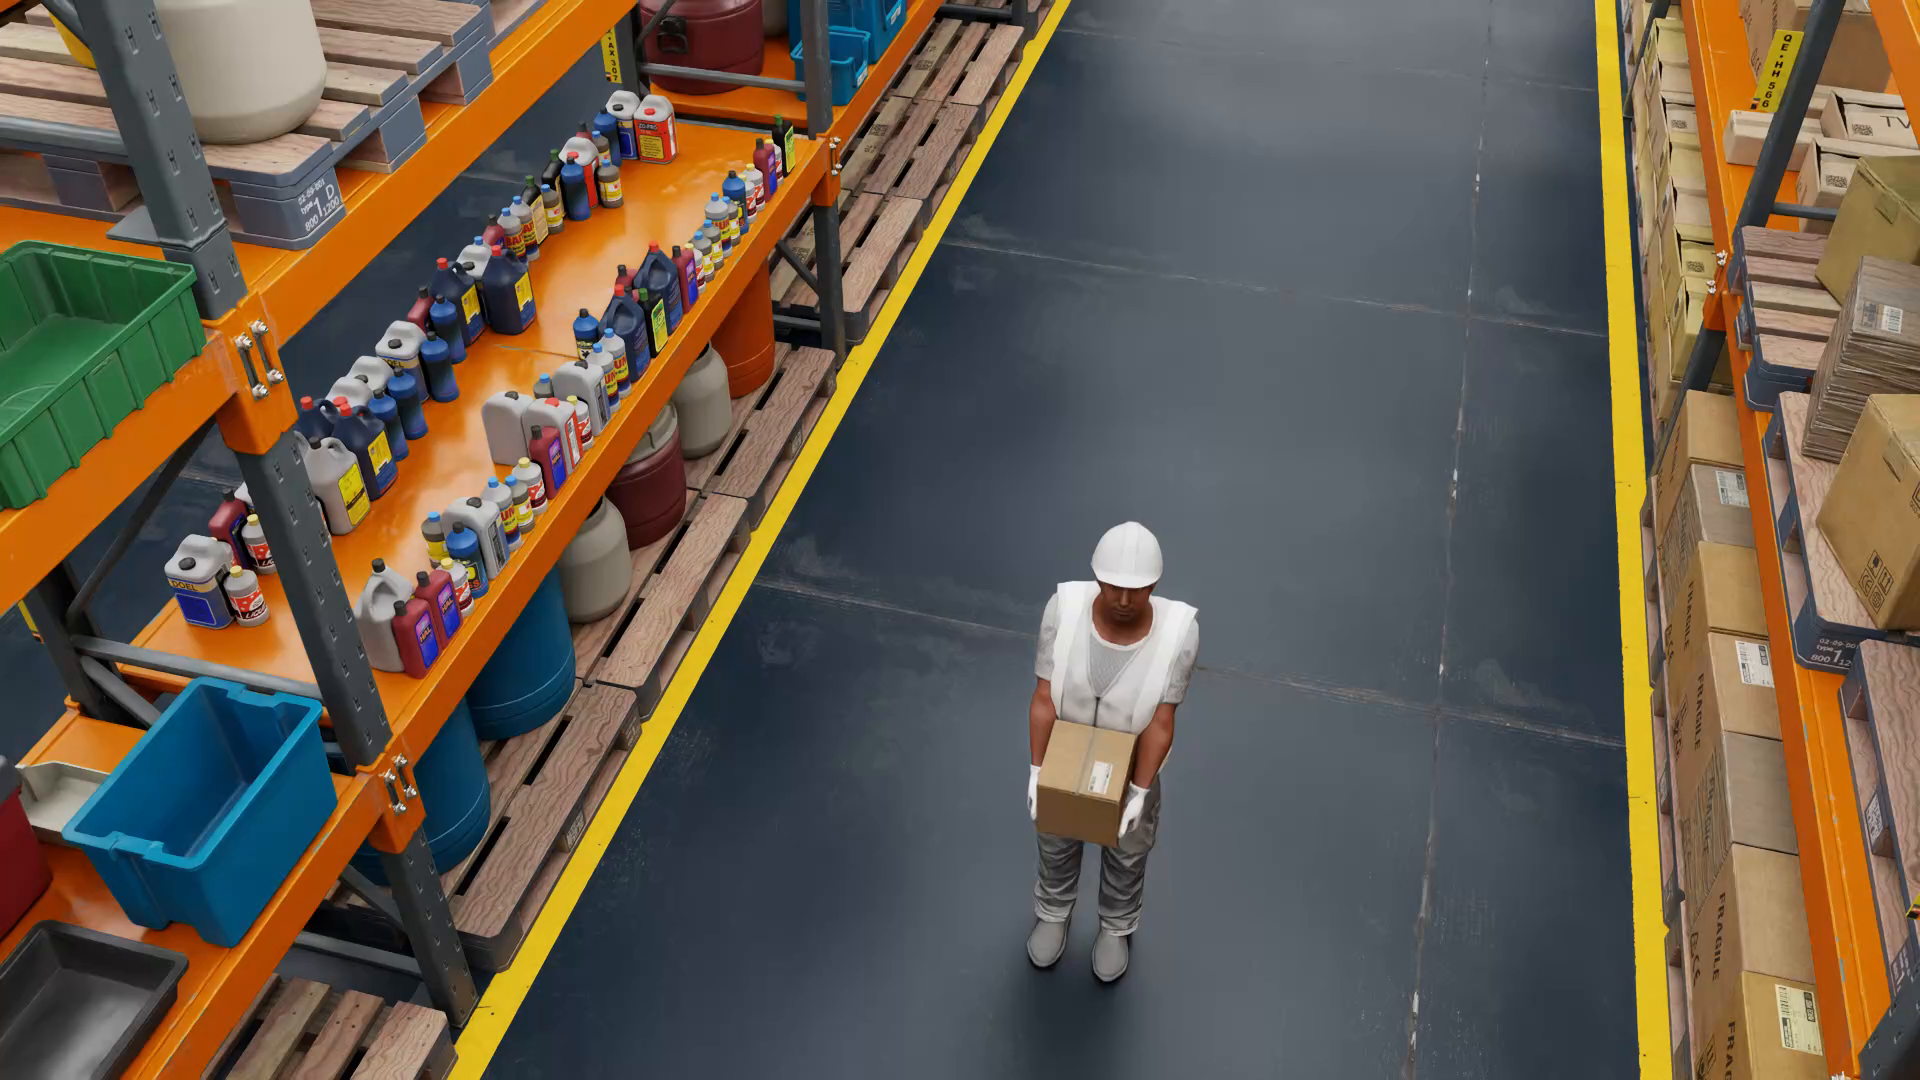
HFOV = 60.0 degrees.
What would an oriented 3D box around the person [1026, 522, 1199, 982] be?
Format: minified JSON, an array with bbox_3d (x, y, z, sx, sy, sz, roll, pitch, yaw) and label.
[{"bbox_3d":[0.443,0.750,5.273,0.487,1.778,0.584,10,42,12],"label":"person"}]
